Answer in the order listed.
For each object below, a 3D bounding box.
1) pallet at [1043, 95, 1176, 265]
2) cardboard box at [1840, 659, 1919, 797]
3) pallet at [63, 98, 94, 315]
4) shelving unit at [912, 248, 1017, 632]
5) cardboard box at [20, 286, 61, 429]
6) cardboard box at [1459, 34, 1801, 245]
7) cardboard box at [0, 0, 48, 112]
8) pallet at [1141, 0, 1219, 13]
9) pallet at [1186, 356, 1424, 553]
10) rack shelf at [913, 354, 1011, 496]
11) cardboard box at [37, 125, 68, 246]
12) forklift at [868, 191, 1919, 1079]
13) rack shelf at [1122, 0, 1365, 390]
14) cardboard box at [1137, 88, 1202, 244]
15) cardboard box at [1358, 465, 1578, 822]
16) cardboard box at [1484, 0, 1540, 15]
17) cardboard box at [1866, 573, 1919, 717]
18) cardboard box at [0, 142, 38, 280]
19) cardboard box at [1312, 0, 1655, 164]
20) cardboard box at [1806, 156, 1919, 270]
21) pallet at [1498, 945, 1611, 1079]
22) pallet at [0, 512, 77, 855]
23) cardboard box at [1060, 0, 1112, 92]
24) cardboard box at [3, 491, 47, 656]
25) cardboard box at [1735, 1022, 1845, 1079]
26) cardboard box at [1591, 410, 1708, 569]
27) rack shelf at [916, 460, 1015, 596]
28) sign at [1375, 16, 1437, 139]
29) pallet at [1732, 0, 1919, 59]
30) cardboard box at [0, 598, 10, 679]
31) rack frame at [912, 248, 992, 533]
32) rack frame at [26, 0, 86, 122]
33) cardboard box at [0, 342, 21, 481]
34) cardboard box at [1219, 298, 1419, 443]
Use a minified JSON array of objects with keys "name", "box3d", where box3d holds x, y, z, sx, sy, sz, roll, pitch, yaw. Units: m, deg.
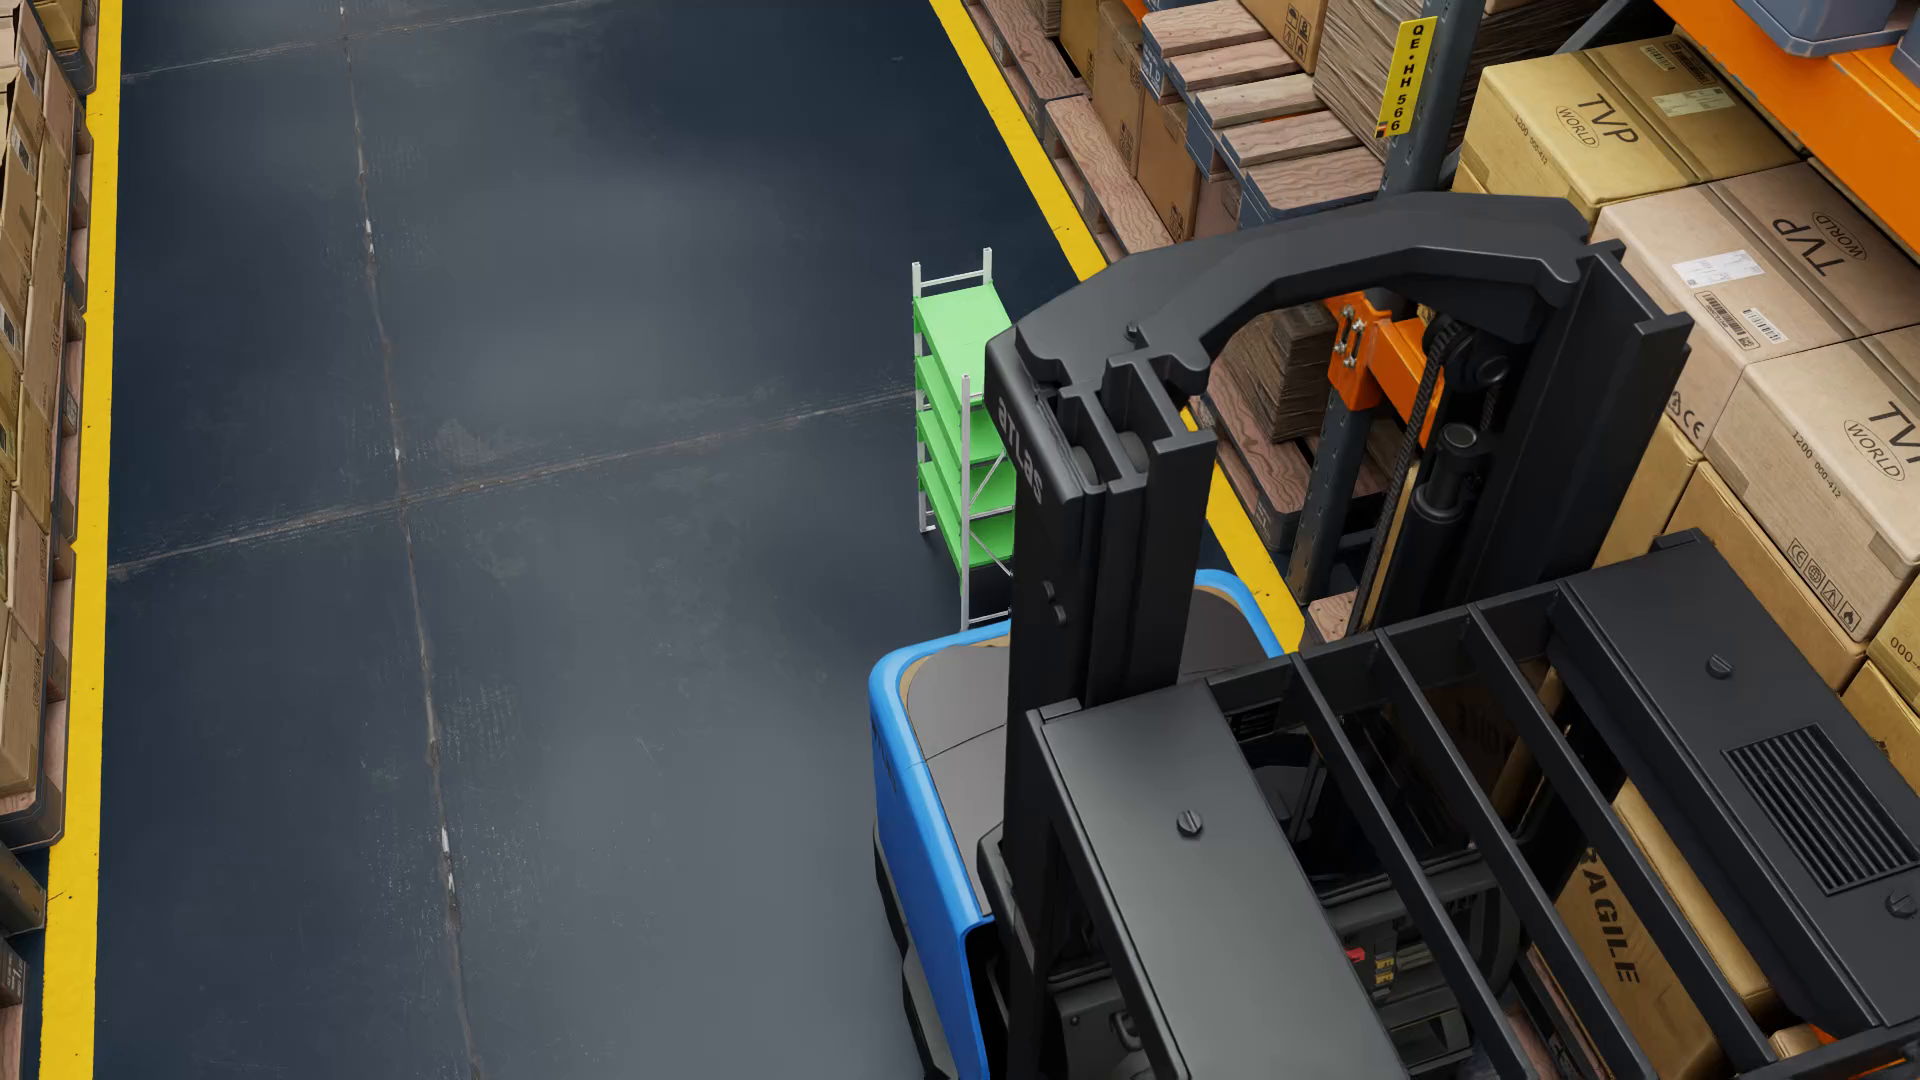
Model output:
[{"name":"pallet","box3d":[1.009,-1.459,6.842,1.003,0.211,1.213,-13,51,-11]},{"name":"cardboard box","box3d":[1.948,0.507,3.088,0.500,0.500,0.500,-12,51,-10]},{"name":"pallet","box3d":[-4.063,-1.268,6.681,1.003,0.211,1.213,-13,51,-11]},{"name":"shelving unit","box3d":[0.049,-0.266,5.189,0.258,1.200,0.503,-13,51,-11]},{"name":"cardboard box","box3d":[-3.470,-0.592,5.811,0.500,0.250,0.500,-12,51,-10]},{"name":"cardboard box","box3d":[1.492,-0.863,3.752,0.500,0.250,0.500,-12,51,-10]},{"name":"cardboard box","box3d":[-3.925,-1.895,6.542,0.500,0.311,0.500,-13,51,-11]},{"name":"pallet","box3d":[0.971,-2.272,5.829,1.003,0.211,1.213,-13,51,-11]},{"name":"pallet","box3d":[1.366,-0.570,6.092,1.003,0.211,1.213,-13,51,-11]},{"name":"rack shelf","box3d":[0.049,-0.379,5.055,0.258,0.148,0.480,-13,51,-11]},{"name":"cardboard box","box3d":[-3.771,-1.338,6.440,0.500,0.250,0.500,-14,51,-12]},{"name":"forklift","box3d":[0.699,0.992,2.997,1.130,2.935,3.031,-14,51,-12]},{"name":"rack shelf","box3d":[1.004,-2.126,6.051,1.077,0.370,4.000,-13,51,-11]},{"name":"cardboard box","box3d":[1.117,-1.506,6.405,0.700,0.500,0.500,-14,51,-11]},{"name":"cardboard box","box3d":[1.687,0.227,4.728,0.750,0.750,0.750,-14,51,-11]},{"name":"cardboard box","box3d":[1.465,-1.526,4.297,0.380,0.149,0.250,-19,53,-16]},{"name":"cardboard box","box3d":[1.952,0.244,2.819,0.500,0.250,0.500,-14,51,-12]},{"name":"cardboard box","box3d":[-3.620,-1.151,5.916,0.500,0.311,0.500,-13,51,-11]},{"name":"cardboard box","box3d":[1.447,-1.412,4.626,0.700,0.500,0.500,-19,52,-15]},{"name":"cardboard box","box3d":[2.127,-0.622,3.549,0.500,0.250,0.500,-15,51,-12]},{"name":"pallet","box3d":[2.114,1.484,4.361,1.003,0.211,1.213,-13,51,-11]},{"name":"pallet","box3d":[-3.342,0.514,5.178,1.003,0.211,1.213,-13,51,-11]},{"name":"cardboard box","box3d":[0.847,-2.255,7.036,0.700,0.500,0.500,-14,51,-12]},{"name":"cardboard box","box3d":[-3.159,0.161,5.176,0.500,0.250,0.500,-15,51,-12]},{"name":"cardboard box","box3d":[2.196,1.488,3.665,0.750,0.750,0.750,-12,51,-10]},{"name":"cardboard box","box3d":[1.640,-0.235,3.713,0.500,0.500,0.500,-12,51,-10]},{"name":"rack shelf","box3d":[0.049,-0.070,5.422,0.258,0.148,0.480,-13,51,-11]},{"name":"sign","box3d":[1.080,-1.115,4.023,0.100,0.325,0.005,-13,51,-11]},{"name":"pallet","box3d":[1.836,-1.345,3.084,1.213,0.211,1.003,-11,51,-9]},{"name":"cardboard box","box3d":[-3.010,0.347,4.653,0.500,0.311,0.500,-12,51,-10]},{"name":"rack frame","box3d":[-0.023,-0.444,5.340,0.240,1.200,0.015,-13,51,-11]},{"name":"rack frame","box3d":[-4.319,-2.696,6.061,1.000,3.000,0.127,-13,51,-11]},{"name":"cardboard box","box3d":[-3.322,-0.408,5.289,0.500,0.311,0.500,-15,51,-12]},{"name":"cardboard box","box3d":[1.333,-0.747,5.765,0.700,0.500,0.500,-13,51,-10]}]
